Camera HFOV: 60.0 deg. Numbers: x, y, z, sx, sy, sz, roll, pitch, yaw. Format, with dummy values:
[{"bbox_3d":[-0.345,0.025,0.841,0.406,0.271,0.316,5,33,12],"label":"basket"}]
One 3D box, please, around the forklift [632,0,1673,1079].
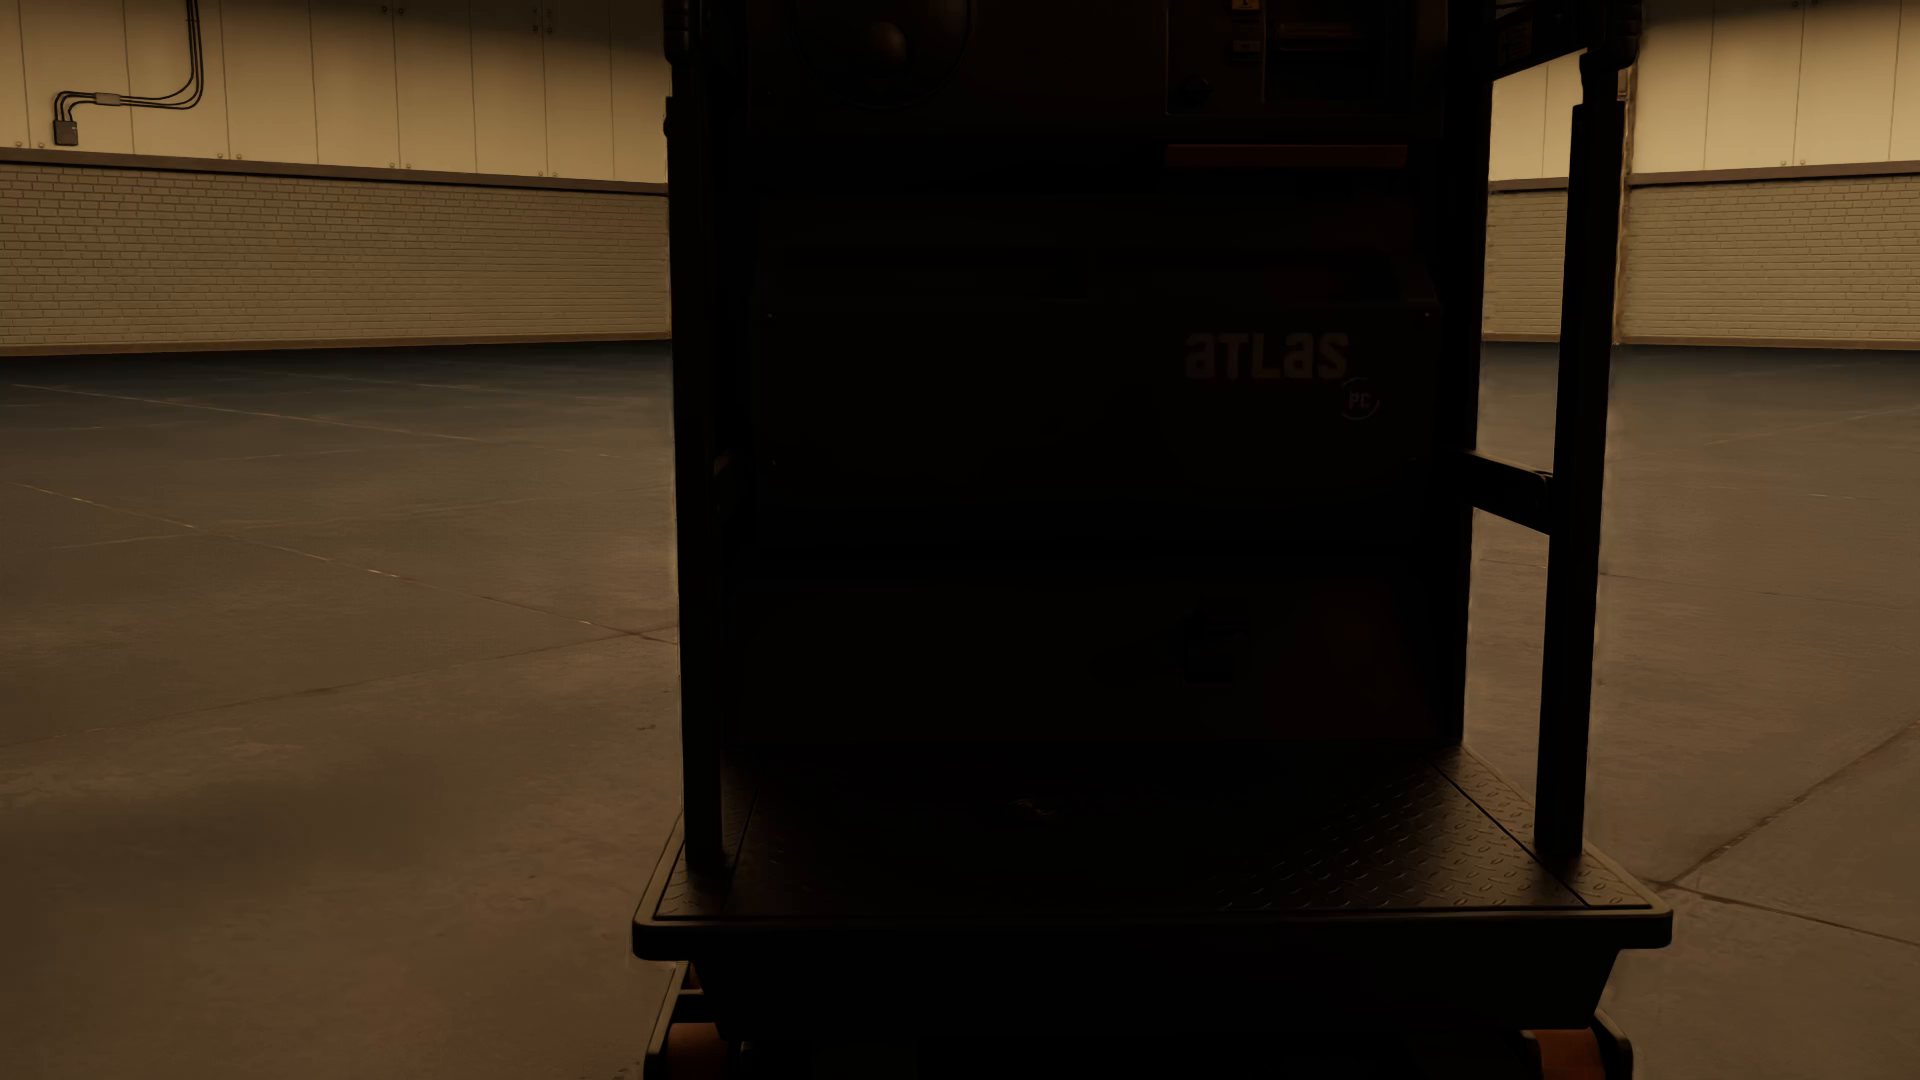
[{"bbox_3d":[0.191,-0.774,2.016,1.130,2.935,3.031,0,9,-2],"label":"forklift"}]
